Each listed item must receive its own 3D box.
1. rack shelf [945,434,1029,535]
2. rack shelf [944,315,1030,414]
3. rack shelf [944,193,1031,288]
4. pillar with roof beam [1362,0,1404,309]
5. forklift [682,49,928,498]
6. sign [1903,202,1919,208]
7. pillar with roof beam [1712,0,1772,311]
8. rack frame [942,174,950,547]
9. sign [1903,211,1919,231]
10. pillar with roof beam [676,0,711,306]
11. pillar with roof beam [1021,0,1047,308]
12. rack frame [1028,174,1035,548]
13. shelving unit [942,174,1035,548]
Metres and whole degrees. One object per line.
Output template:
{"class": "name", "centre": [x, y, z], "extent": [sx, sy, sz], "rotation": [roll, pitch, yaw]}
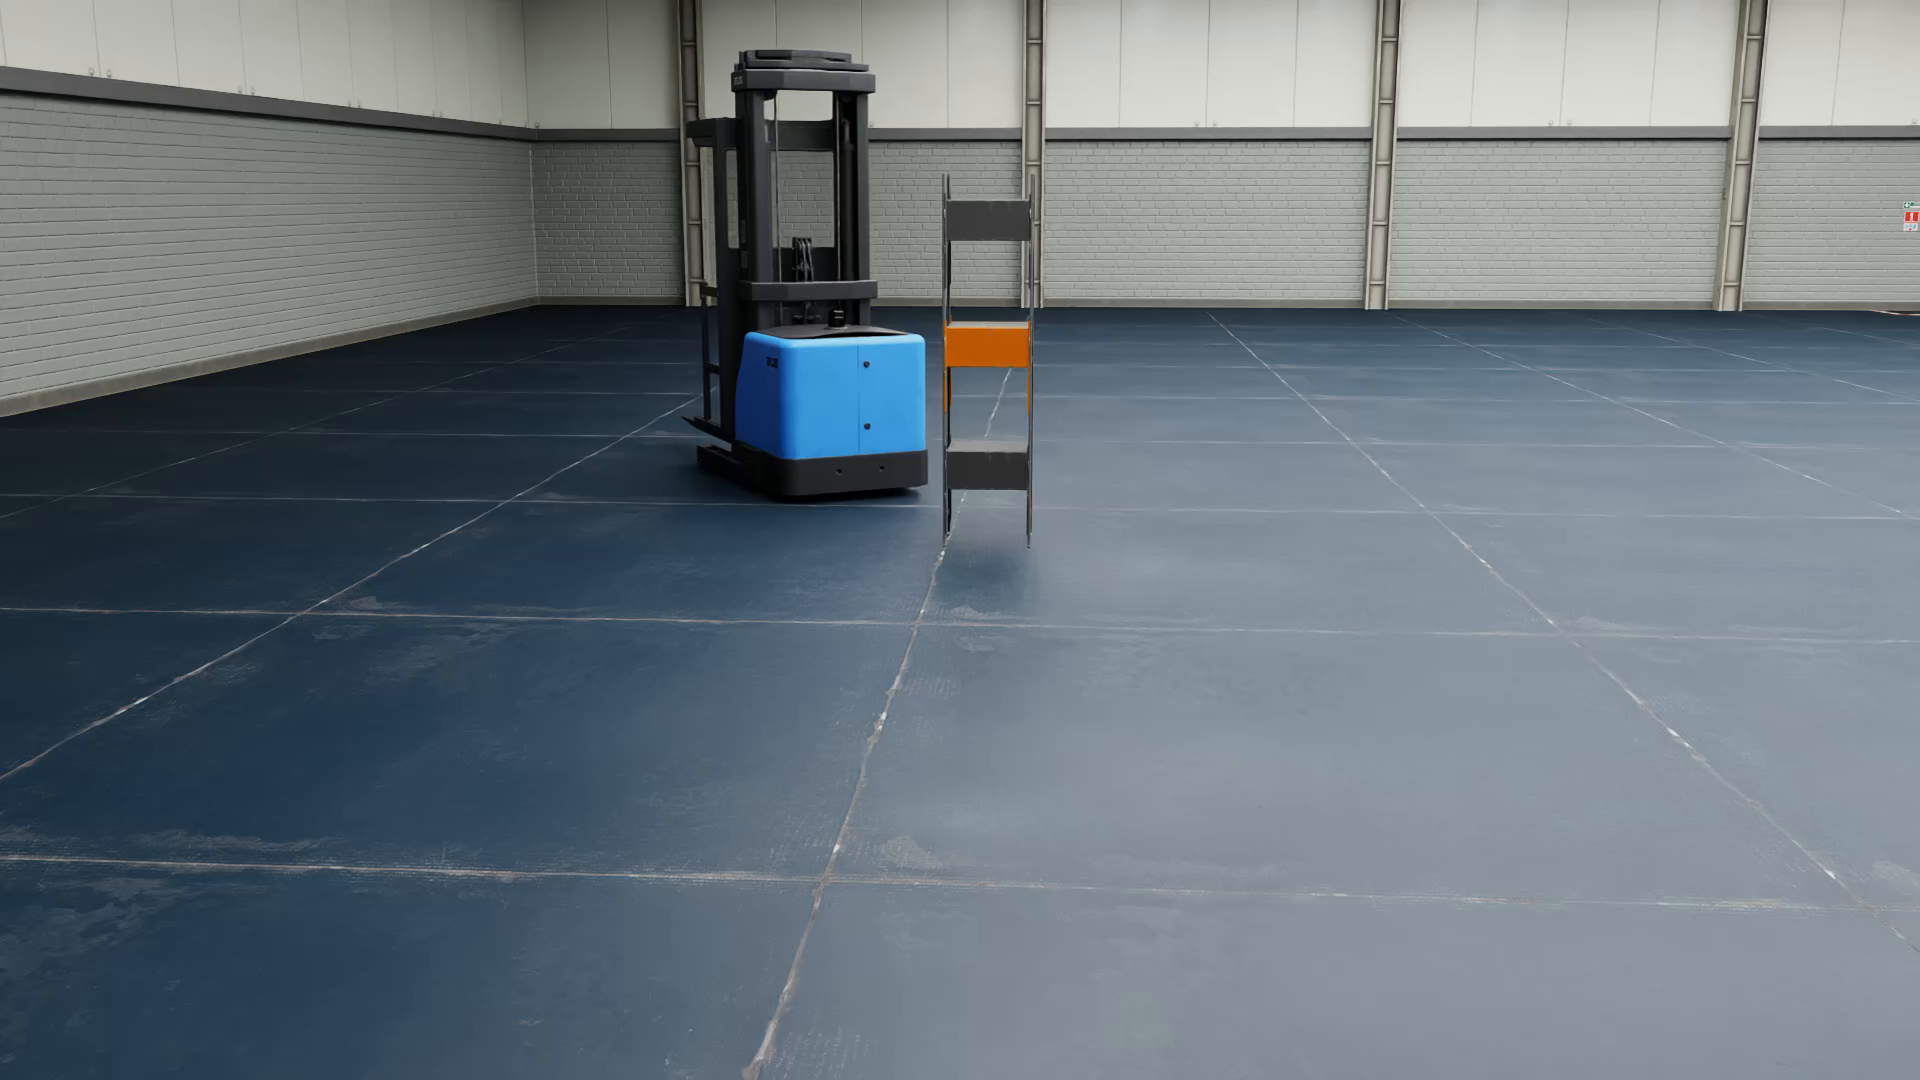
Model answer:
{"class": "rack shelf", "centre": [0.165, -0.327, 9.688], "extent": [0.480, 0.518, 0.431], "rotation": [1, 12, 4]}
{"class": "rack shelf", "centre": [0.165, -1.012, 9.545], "extent": [0.480, 0.518, 0.431], "rotation": [1, 12, 4]}
{"class": "rack shelf", "centre": [0.165, -1.697, 9.402], "extent": [0.480, 0.518, 0.431], "rotation": [1, 12, 4]}
{"class": "pillar with roof beam", "centre": [6.981, -7.577, 24.011], "extent": [0.400, 9.000, 9.100], "rotation": [1, 12, 4]}
{"class": "forklift", "centre": [-1.301, -1.969, 12.020], "extent": [1.130, 2.935, 3.031], "rotation": [-5, 13, -25]}
{"class": "sign", "centre": [16.238, -5.701, 28.314], "extent": [0.331, 0.109, 0.001], "rotation": [1, 12, 4]}
{"class": "pillar with roof beam", "centre": [12.967, -7.495, 23.619], "extent": [0.400, 9.000, 9.100], "rotation": [1, 12, 4]}
{"class": "rack frame", "centre": [-0.078, -1.029, 9.558], "extent": [0.015, 2.100, 0.400], "rotation": [1, 12, 4]}
{"class": "sign", "centre": [16.234, -5.443, 28.377], "extent": [0.234, 0.329, 0.001], "rotation": [1, 12, 4]}
{"class": "pillar with roof beam", "centre": [-4.992, -7.741, 24.796], "extent": [0.400, 9.000, 9.100], "rotation": [1, 12, 4]}
{"class": "pillar with roof beam", "centre": [0.994, -7.659, 24.404], "extent": [0.400, 9.000, 9.100], "rotation": [1, 12, 4]}
{"class": "rack frame", "centre": [0.409, -1.022, 9.526], "extent": [0.015, 2.100, 0.400], "rotation": [1, 12, 4]}
{"class": "shelving unit", "centre": [0.165, -1.025, 9.542], "extent": [0.503, 2.100, 0.431], "rotation": [1, 12, 4]}
